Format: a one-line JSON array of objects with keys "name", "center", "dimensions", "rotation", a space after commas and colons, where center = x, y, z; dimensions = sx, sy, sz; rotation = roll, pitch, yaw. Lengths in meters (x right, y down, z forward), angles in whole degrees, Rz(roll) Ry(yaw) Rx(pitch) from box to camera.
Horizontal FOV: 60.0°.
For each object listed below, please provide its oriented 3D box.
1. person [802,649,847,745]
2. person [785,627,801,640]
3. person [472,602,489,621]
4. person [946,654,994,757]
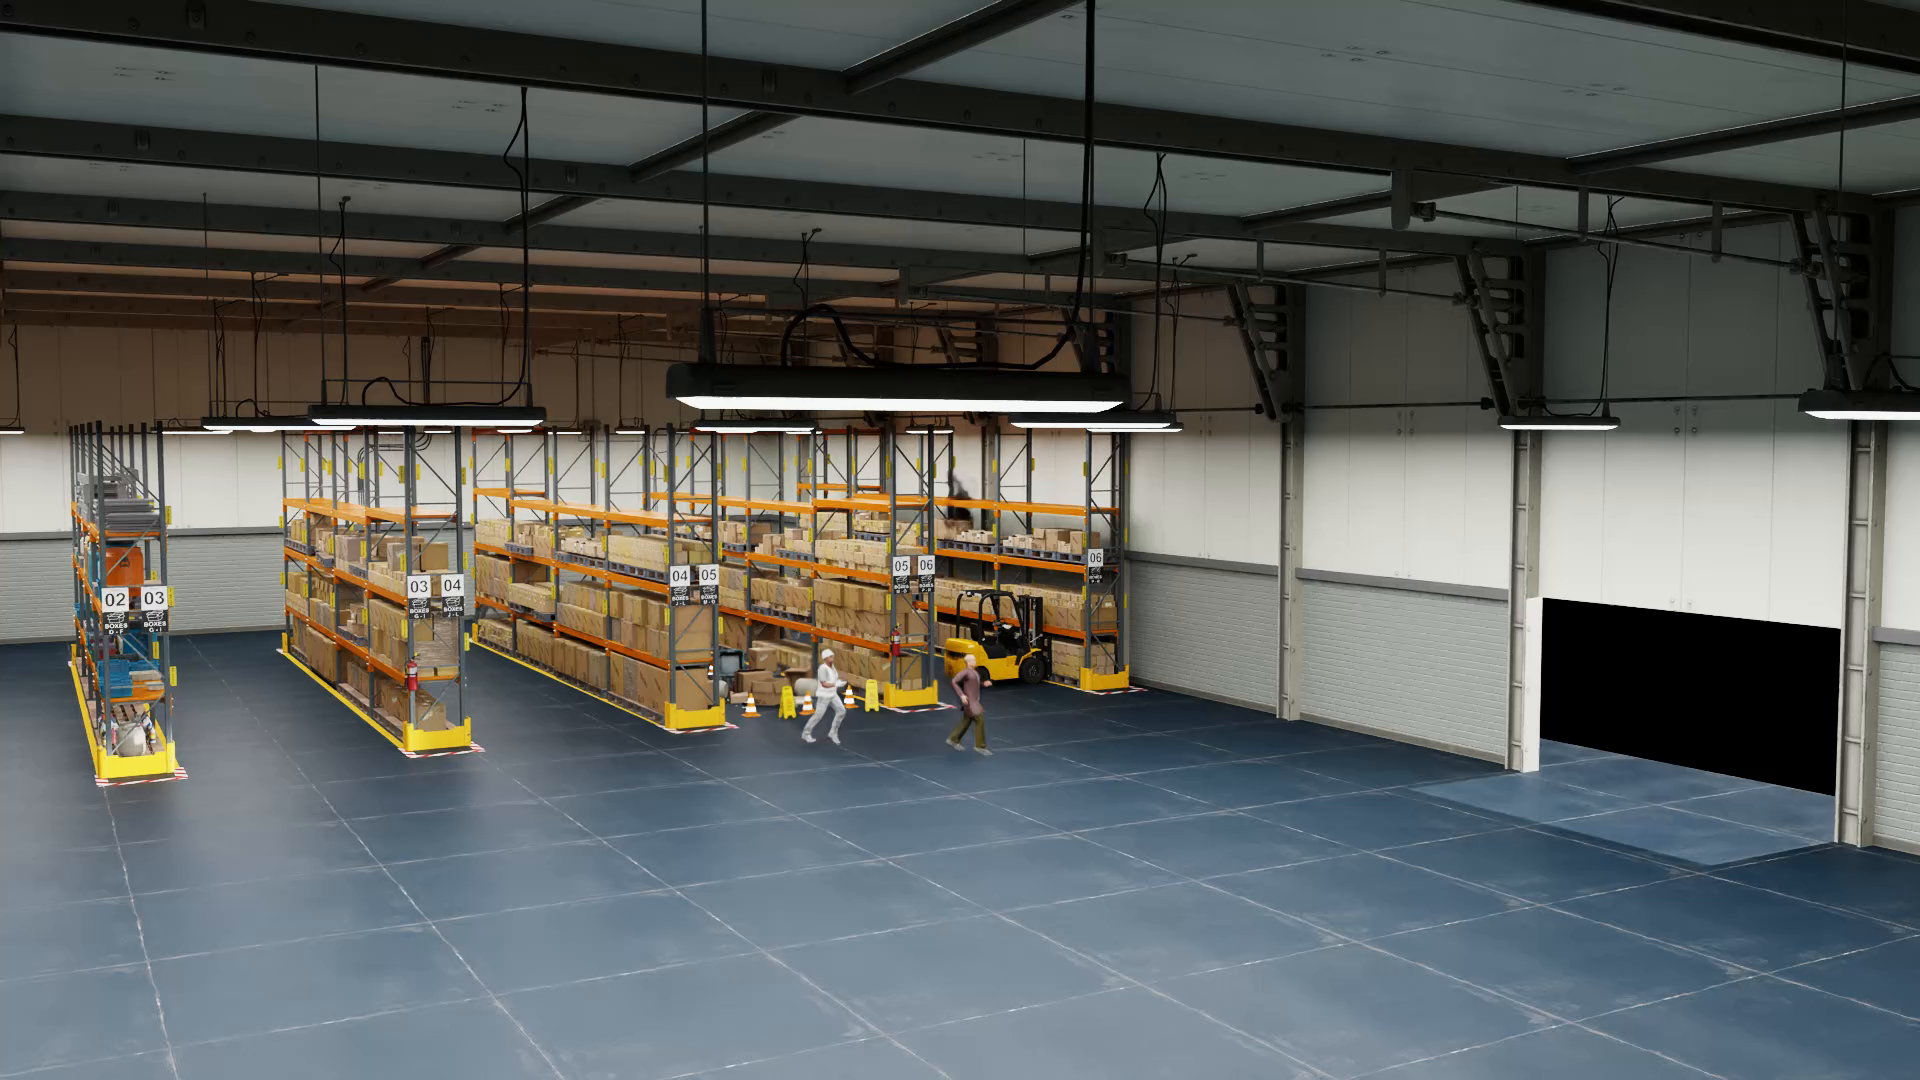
[{"name": "person", "center": [-2.479, 2.922, 30.917], "dimensions": [0.903, 1.806, 0.694], "rotation": [1, 4, 21]}, {"name": "person", "center": [-4.728, 2.041, 46.202], "dimensions": [0.652, 1.677, 0.631], "rotation": [-2, 4, -33]}, {"name": "person", "center": [-13.880, 1.947, 48.339], "dimensions": [0.576, 1.602, 0.534], "rotation": [3, 5, 38]}, {"name": "person", "center": [0.177, 2.968, 29.964], "dimensions": [0.927, 1.828, 0.682], "rotation": [1, 4, 14]}]
